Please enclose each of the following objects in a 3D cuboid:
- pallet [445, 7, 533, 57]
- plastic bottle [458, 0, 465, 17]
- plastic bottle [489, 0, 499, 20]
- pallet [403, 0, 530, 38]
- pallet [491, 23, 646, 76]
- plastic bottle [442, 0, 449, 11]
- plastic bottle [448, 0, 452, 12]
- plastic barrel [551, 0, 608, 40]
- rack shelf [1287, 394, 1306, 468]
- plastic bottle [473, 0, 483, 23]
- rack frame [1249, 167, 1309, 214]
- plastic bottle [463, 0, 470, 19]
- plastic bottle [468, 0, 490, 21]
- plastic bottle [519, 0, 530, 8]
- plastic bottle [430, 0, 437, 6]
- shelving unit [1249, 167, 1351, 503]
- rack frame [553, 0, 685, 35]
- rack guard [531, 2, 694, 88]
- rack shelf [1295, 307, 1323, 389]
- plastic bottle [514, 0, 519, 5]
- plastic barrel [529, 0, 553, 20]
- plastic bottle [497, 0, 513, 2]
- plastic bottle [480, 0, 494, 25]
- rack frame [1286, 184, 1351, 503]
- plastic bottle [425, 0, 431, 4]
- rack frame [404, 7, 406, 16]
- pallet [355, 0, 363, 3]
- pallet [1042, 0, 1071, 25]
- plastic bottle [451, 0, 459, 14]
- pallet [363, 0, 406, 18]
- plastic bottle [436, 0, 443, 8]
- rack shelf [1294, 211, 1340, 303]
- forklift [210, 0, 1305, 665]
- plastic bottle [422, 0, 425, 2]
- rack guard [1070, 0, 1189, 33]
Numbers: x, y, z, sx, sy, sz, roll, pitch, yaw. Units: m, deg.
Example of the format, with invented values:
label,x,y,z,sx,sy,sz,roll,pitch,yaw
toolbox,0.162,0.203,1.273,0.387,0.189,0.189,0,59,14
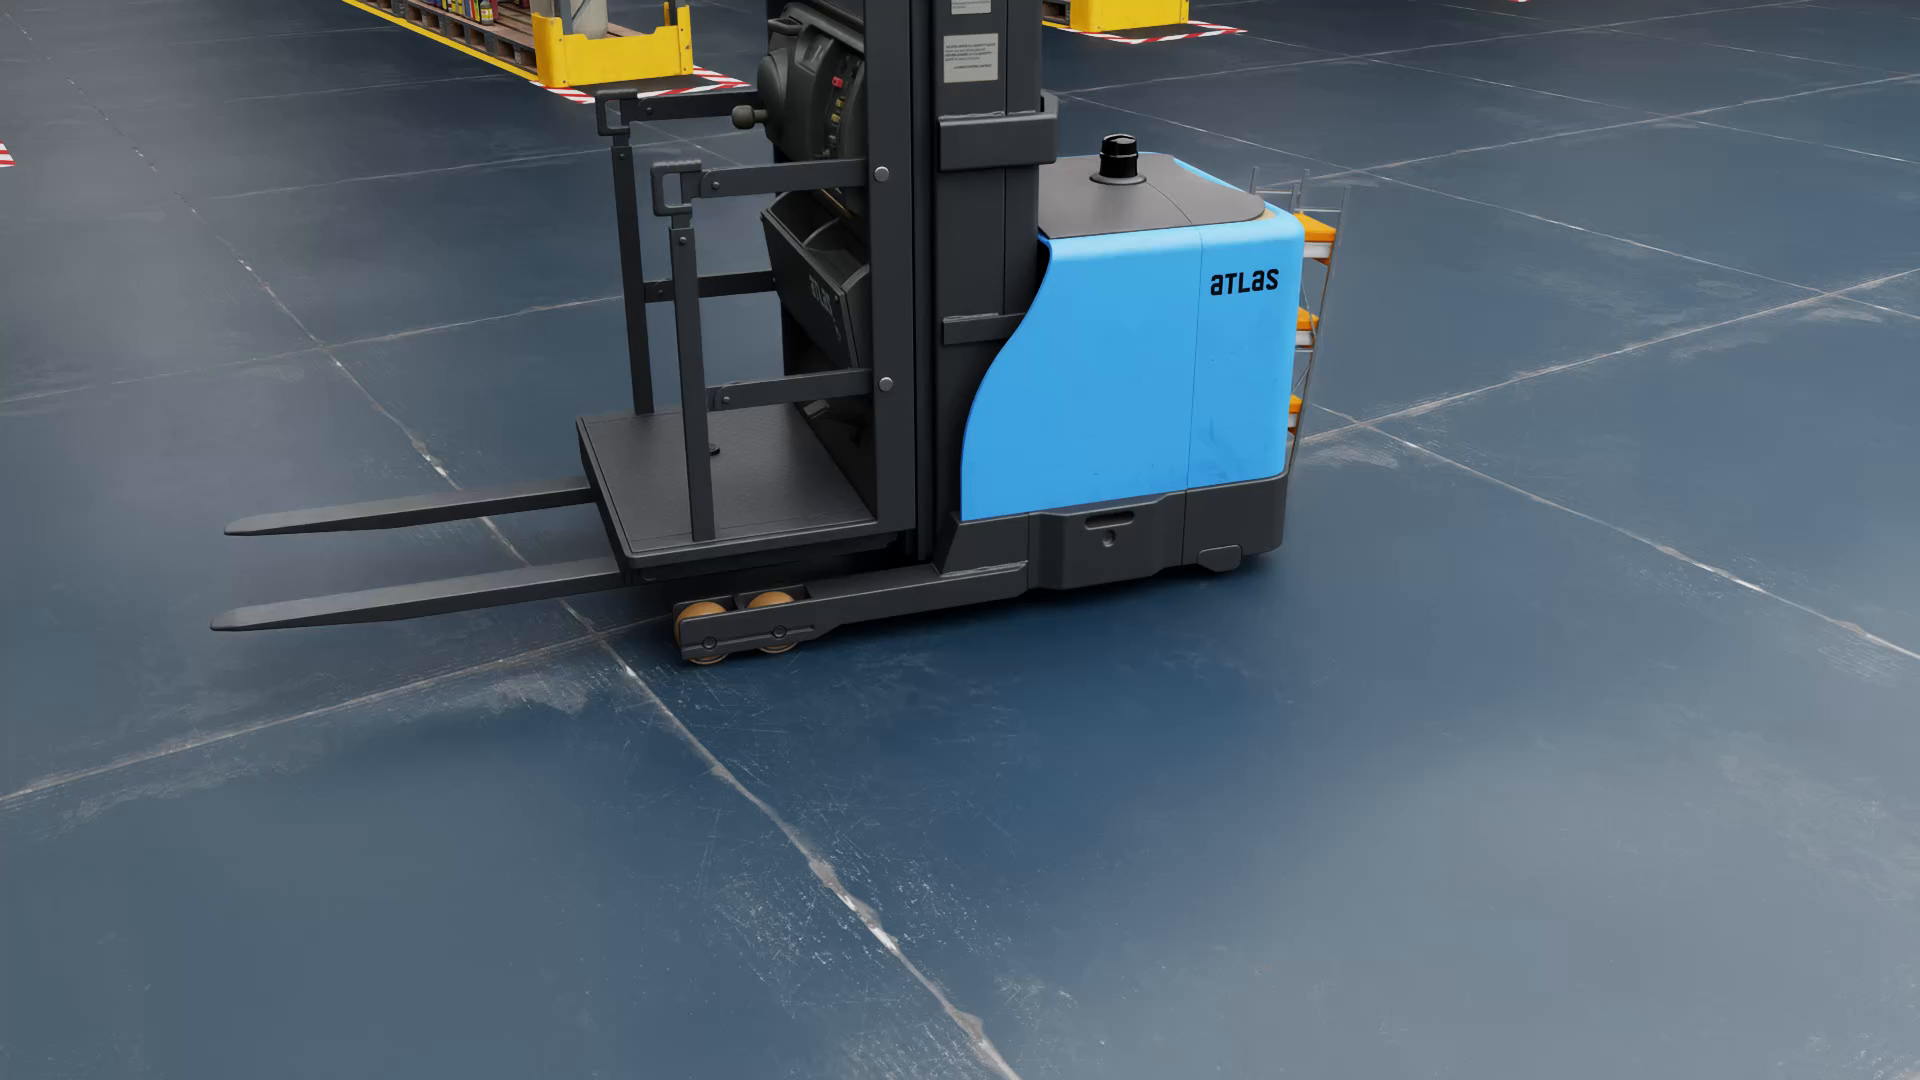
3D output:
label,x,y,z,sx,sy,sz,roll,pitch,yaw
pallet,-3.736,-4.378,14.276,1.003,0.211,1.213,-16,29,-30
plastic bottle,-4.208,-4.655,14.184,0.144,0.351,0.185,-14,29,-27
plastic bottle,-3.950,-4.542,14.023,0.061,0.283,0.133,-16,29,-30
pallet,-4.406,-4.814,15.201,1.003,0.211,1.213,-16,29,-30
pallet,-3.074,-3.942,13.352,1.003,0.211,1.213,-16,29,-30
plastic bottle,-4.487,-4.774,14.516,0.061,0.283,0.133,-14,29,-27
plastic bottle,-4.407,-4.699,14.453,0.097,0.201,0.097,0,25,0
plastic barrel,-2.977,-4.177,13.007,0.421,0.512,0.421,0,25,0
rack shelf,0.973,-0.384,5.482,0.215,0.259,0.240,-2,25,-21
plastic bottle,-4.003,-4.457,13.845,0.061,0.283,0.133,-15,29,-28
rack frame,0.963,-0.697,5.473,0.200,1.050,0.008,-2,25,-21
plastic bottle,-4.114,-4.563,14.077,0.152,0.276,0.135,-16,30,-31
plastic bottle,-4.039,-4.513,13.972,0.152,0.276,0.135,-15,29,-29
plastic bottle,-3.867,-4.865,14.707,0.061,0.283,0.133,-16,29,-30
plastic bottle,-4.645,-4.941,14.790,0.144,0.351,0.185,-15,29,-28
shelving unit,1.004,-0.648,5.369,0.215,1.050,0.252,-2,25,-21
rack frame,-2.554,-4.895,12.105,1.000,3.000,0.127,-16,29,-30
rack guard,-2.635,-3.780,12.673,1.175,0.500,0.348,-16,29,-30
rack shelf,1.003,-0.638,5.373,0.215,0.259,0.240,-2,25,-21
plastic bottle,-3.936,-4.916,14.815,0.061,0.283,0.133,-16,29,-30
plastic barrel,-3.251,-4.356,13.387,0.421,0.512,0.421,0,25,0
plastic bottle,-4.150,-5.017,15.040,0.152,0.276,0.135,-16,29,-30
plastic bottle,-3.924,-4.383,13.783,0.097,0.201,0.097,0,25,0
rack frame,1.045,-0.599,5.265,0.200,1.050,0.008,-2,25,-21
plastic bottle,-4.732,-4.967,14.934,0.152,0.276,0.135,-14,29,-28
rack frame,-4.738,-6.325,15.135,1.000,3.000,0.127,-16,29,-30
pallet,-5.869,-5.773,17.232,1.003,0.211,1.213,-16,29,-30
pallet,1.140,-5.114,15.836,1.003,0.211,1.213,-16,29,-30
plastic bottle,-4.310,-4.721,14.325,0.144,0.351,0.185,-16,30,-30
pallet,-5.199,-5.336,16.306,1.003,0.211,1.213,-16,29,-30
plastic bottle,-4.542,-4.873,14.647,0.144,0.351,0.185,-17,30,-32
rack shelf,1.034,-0.898,5.262,0.215,0.259,0.240,-2,25,-21
forklift,-0.589,-1.240,4.443,3.031,2.935,1.130,-8,27,-17
plastic bottle,-4.820,-4.970,15.027,0.097,0.201,0.097,0,25,0
rack guard,1.554,-4.946,15.141,1.175,0.500,0.348,-16,29,-30
